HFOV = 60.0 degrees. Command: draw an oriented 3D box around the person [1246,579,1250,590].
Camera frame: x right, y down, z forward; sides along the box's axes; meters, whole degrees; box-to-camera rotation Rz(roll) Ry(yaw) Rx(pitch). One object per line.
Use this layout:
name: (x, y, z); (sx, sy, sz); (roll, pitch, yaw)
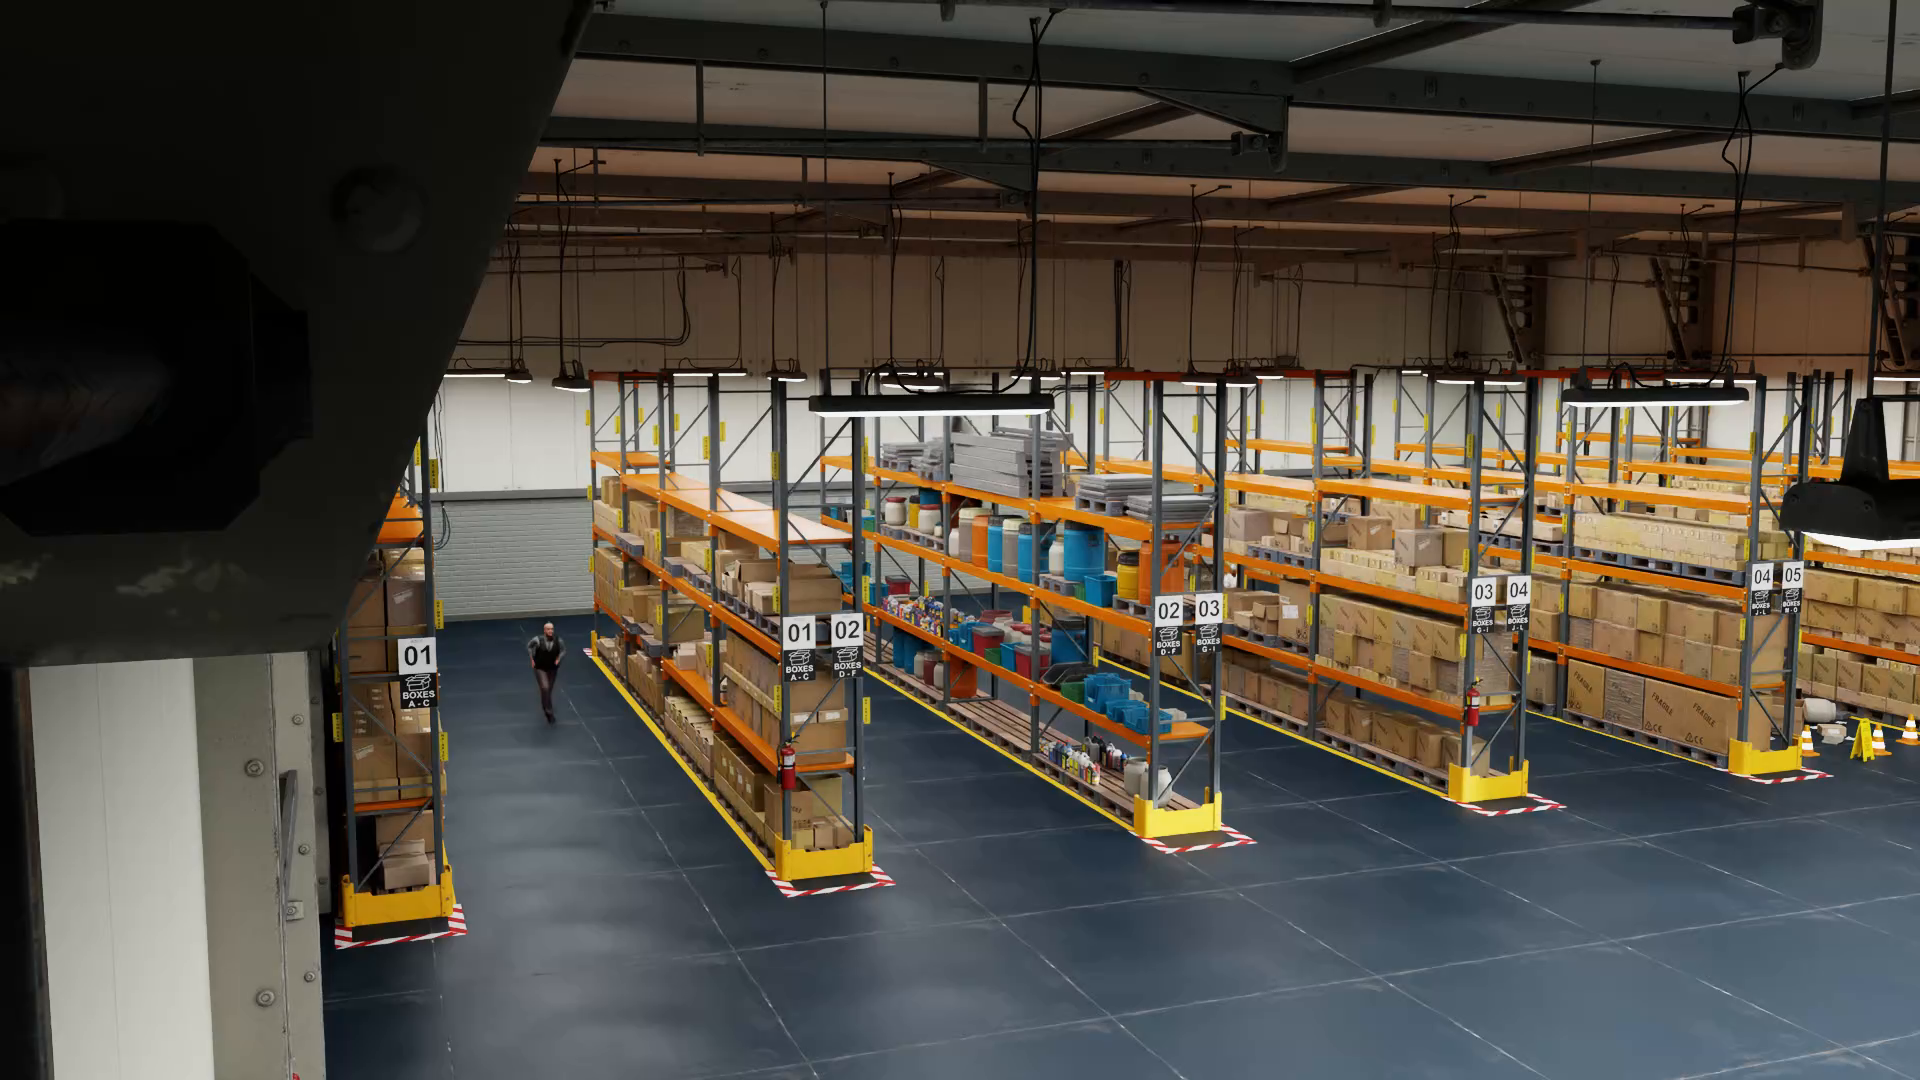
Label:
person: (5.794, 1.635, 34.013); (0.653, 1.793, 0.902); (-4, 7, -30)

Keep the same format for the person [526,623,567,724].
person: (-7.175, 2.263, 28.889); (0.656, 1.731, 0.950); (-3, 7, -27)

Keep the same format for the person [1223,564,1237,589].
person: (6.047, 1.353, 37.018); (0.598, 1.669, 0.933); (-2, 7, -18)
